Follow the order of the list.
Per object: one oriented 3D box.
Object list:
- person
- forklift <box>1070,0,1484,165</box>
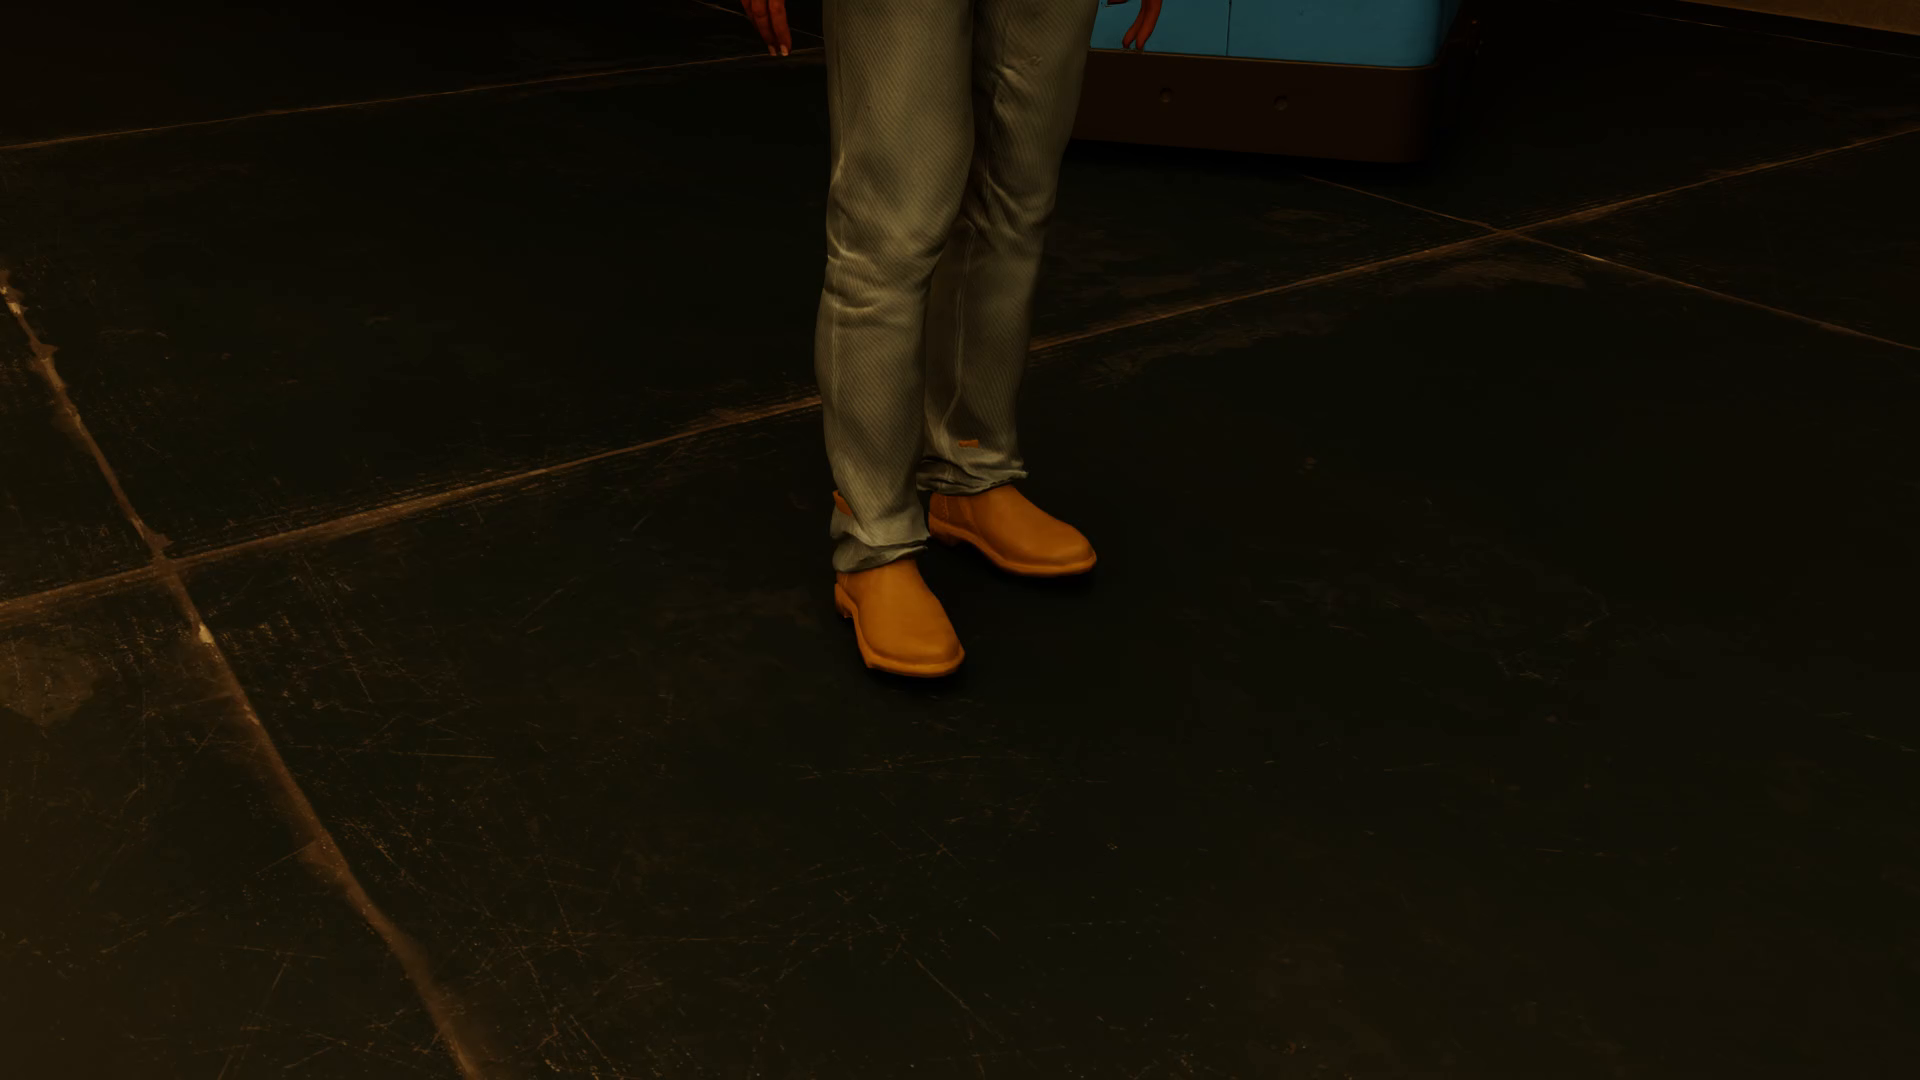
[{"bbox_3d":[0.035,-0.769,2.047,0.666,1.765,0.577,-17,31,-31],"label":"person"},{"bbox_3d":[1.178,-2.914,5.040,1.130,2.935,3.031,9,28,17],"label":"forklift"}]
